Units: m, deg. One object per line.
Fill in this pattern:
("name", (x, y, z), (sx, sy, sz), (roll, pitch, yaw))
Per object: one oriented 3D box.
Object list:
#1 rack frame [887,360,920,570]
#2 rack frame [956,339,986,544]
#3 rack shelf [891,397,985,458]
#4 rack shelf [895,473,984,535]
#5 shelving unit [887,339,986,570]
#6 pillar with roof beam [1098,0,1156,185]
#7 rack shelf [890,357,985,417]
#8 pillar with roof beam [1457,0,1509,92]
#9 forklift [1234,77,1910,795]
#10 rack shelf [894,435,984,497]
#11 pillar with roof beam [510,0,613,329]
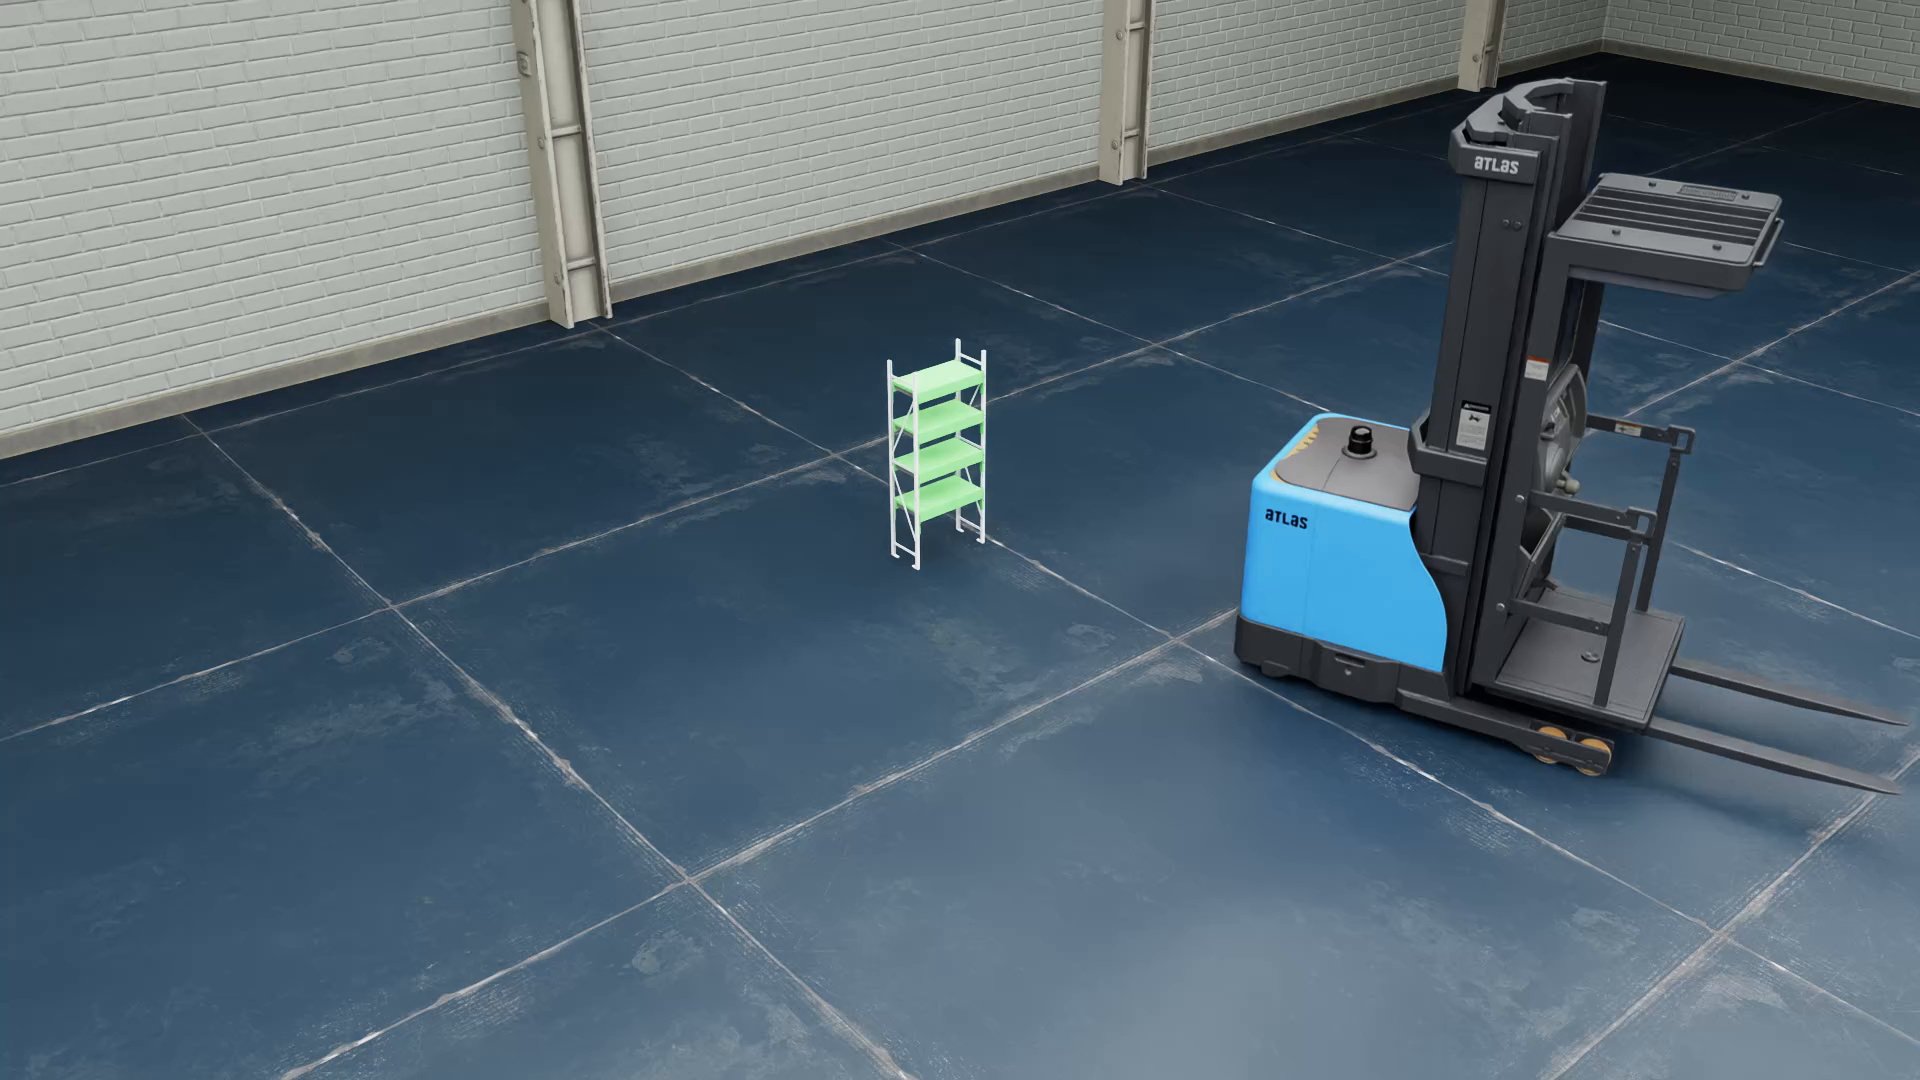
("rack frame", (-0.312, -0.404, 9.233), (0.015, 1.200, 0.240), (-22, 35, -35))
("rack frame", (0.060, -0.553, 9.512), (0.015, 1.200, 0.240), (-22, 35, -35))
("rack shelf", (-0.126, -0.634, 9.289), (0.480, 0.148, 0.258), (-22, 35, -35))
("rack shelf", (-0.126, -0.211, 9.516), (0.480, 0.148, 0.258), (-22, 35, -35))
("shelving unit", (-0.126, -0.479, 9.372), (0.503, 1.200, 0.258), (-22, 35, -35))
("pillar with roof beam", (4.393, -6.001, 11.432), (0.400, 9.000, 9.100), (-22, 35, -35))
("rack shelf", (-0.126, -0.846, 9.176), (0.480, 0.148, 0.258), (-22, 35, -35))
("pillar with roof beam", (8.958, -7.836, 14.866), (0.400, 9.000, 9.100), (-22, 35, -35))
("forklift", (2.937, -0.488, 7.553), (3.031, 2.935, 1.130), (15, 32, 26))
("rack shelf", (-0.126, -0.422, 9.403), (0.480, 0.148, 0.258), (-22, 35, -35))
("pillar with roof beam", (-0.171, -4.166, 7.997), (0.400, 9.000, 9.100), (-22, 35, -35))
